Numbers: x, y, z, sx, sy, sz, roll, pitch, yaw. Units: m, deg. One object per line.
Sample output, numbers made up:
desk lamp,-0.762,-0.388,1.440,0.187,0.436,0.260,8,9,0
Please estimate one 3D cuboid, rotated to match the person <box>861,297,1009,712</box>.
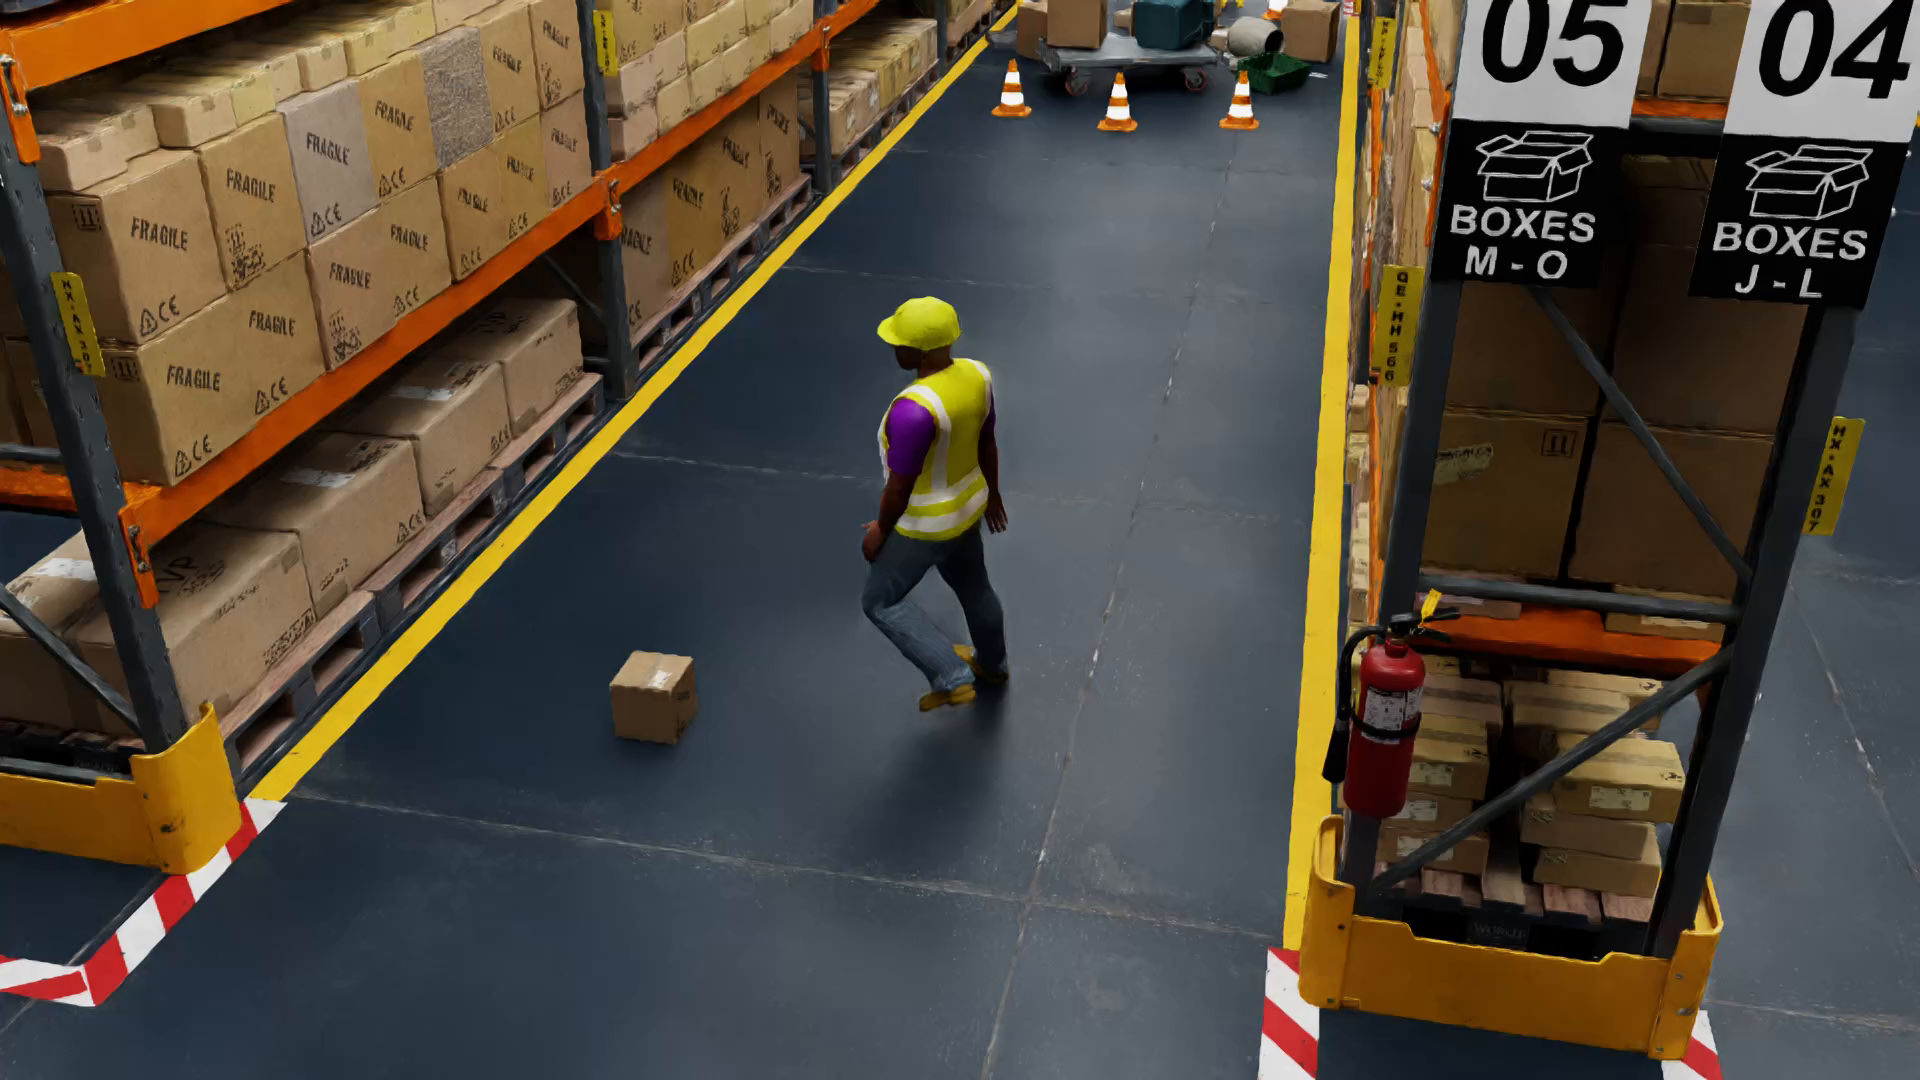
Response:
person,-0.053,-0.122,6.306,0.488,1.746,0.691,15,32,26
